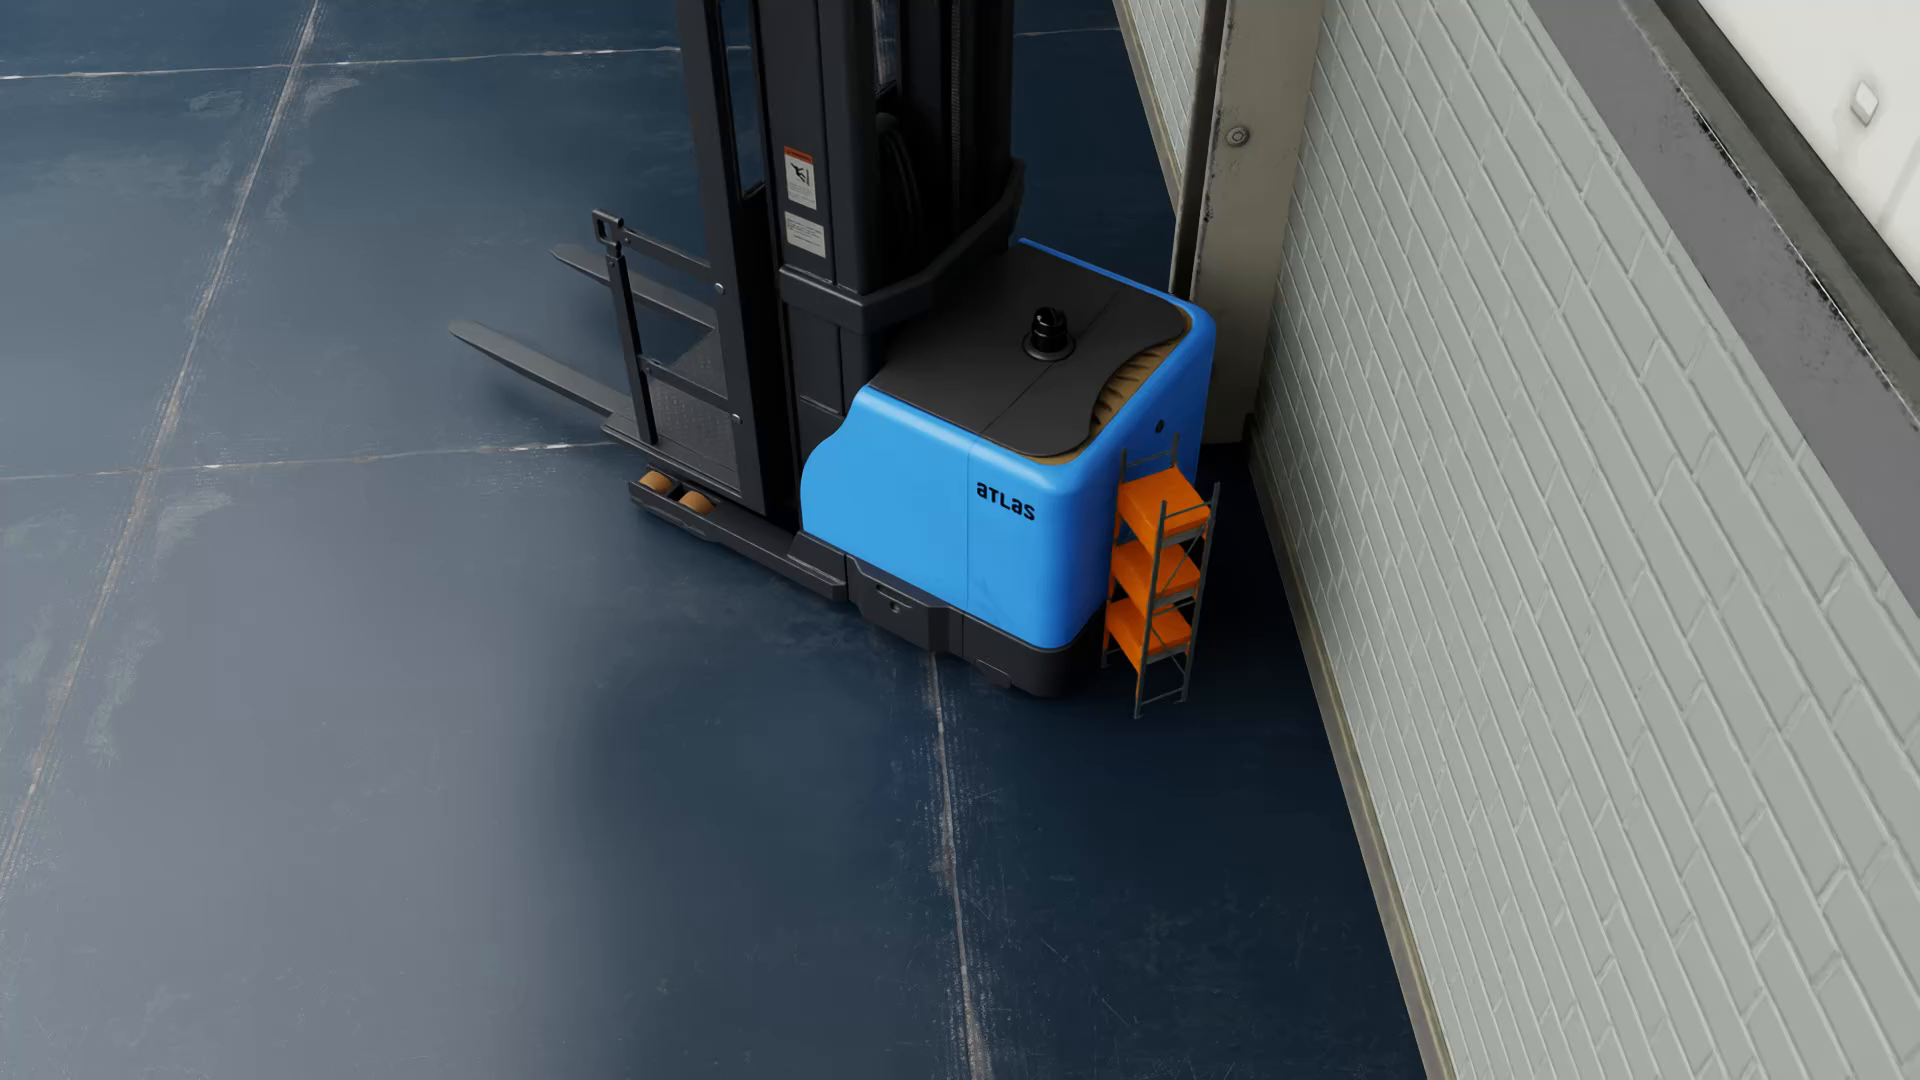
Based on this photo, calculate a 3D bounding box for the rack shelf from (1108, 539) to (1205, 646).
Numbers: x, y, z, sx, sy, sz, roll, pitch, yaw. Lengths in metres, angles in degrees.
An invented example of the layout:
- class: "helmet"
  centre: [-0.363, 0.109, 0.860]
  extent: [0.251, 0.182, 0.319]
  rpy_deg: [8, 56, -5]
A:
- class: "rack shelf"
  centre: [0.635, 0.146, 5.403]
  extent: [0.215, 0.259, 0.240]
  rpy_deg: [-18, 49, -17]

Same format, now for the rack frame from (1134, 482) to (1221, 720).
- class: "rack frame"
  centre: [0.686, 0.220, 5.319]
  extent: [0.200, 1.050, 0.008]
  rpy_deg: [-18, 49, -17]

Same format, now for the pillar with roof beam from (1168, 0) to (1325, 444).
- class: "pillar with roof beam"
  centre: [-3.302, -3.361, 3.235]
  extent: [9.100, 9.000, 0.400]
  rpy_deg: [-3, 47, -3]

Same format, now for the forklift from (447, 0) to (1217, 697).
- class: "forklift"
  centre: [-0.646, -1.319, 5.481]
  extent: [3.031, 2.935, 1.130]
  rpy_deg: [26, 52, 22]

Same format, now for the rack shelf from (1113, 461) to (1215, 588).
- class: "rack shelf"
  centre: [0.635, -0.049, 5.197]
  extent: [0.215, 0.259, 0.240]
  rpy_deg: [-18, 49, -17]

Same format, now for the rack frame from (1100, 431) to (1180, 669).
- class: "rack frame"
  centre: [0.585, 0.058, 5.472]
  extent: [0.200, 1.050, 0.008]
  rpy_deg: [-18, 49, -17]

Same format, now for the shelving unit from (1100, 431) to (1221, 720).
- class: "shelving unit"
  centre: [0.635, 0.139, 5.395]
  extent: [0.215, 1.050, 0.252]
  rpy_deg: [-18, 49, -17]

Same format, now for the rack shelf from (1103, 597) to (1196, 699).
- class: "rack shelf"
  centre: [0.635, 0.337, 5.605]
  extent: [0.215, 0.259, 0.240]
  rpy_deg: [-18, 49, -17]
